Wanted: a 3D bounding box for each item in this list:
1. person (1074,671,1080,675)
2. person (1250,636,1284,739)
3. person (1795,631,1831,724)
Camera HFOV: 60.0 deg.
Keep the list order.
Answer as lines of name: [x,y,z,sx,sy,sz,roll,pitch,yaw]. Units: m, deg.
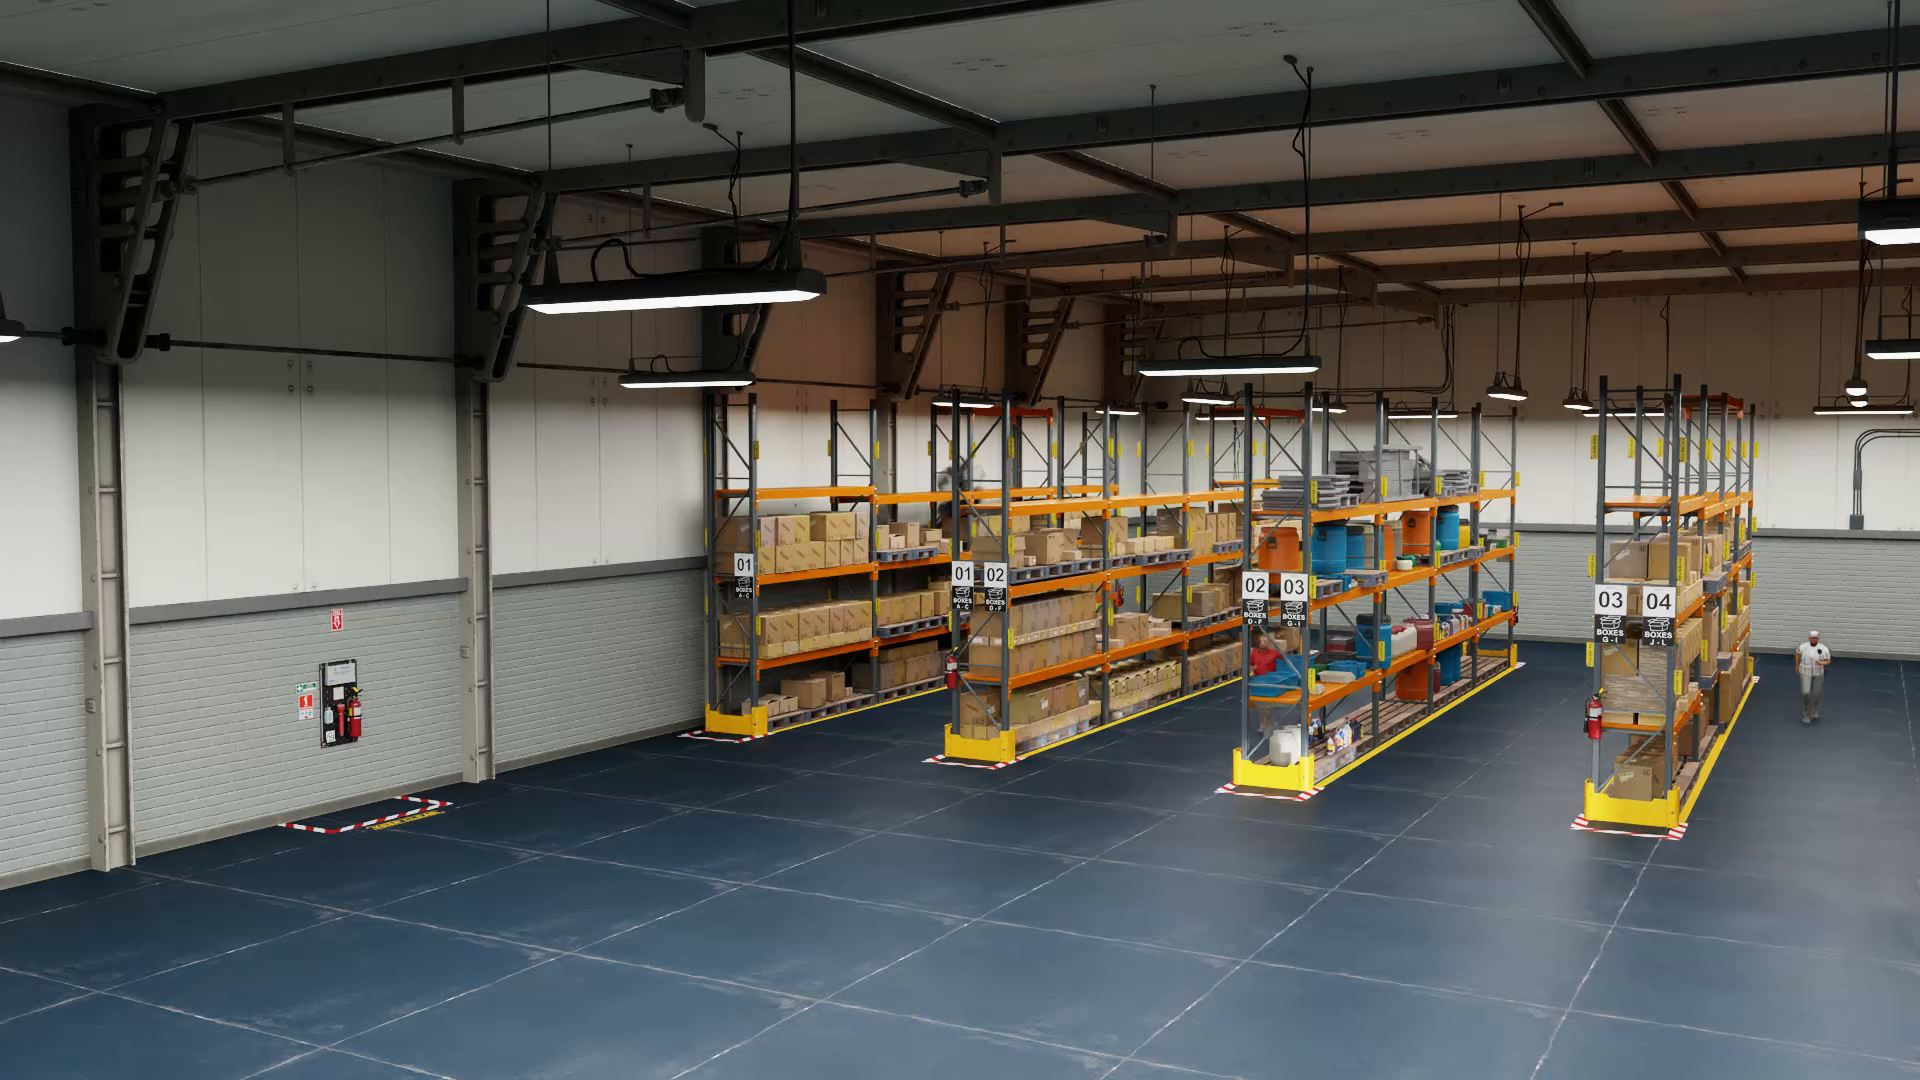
person: [2.389,2.227,34.263,0.694,1.763,0.951,1,3,25]
person: [5.319,2.573,29.119,0.652,1.812,0.832,1,3,26]
person: [15.707,2.524,30.637,0.571,1.724,0.822,1,3,24]
